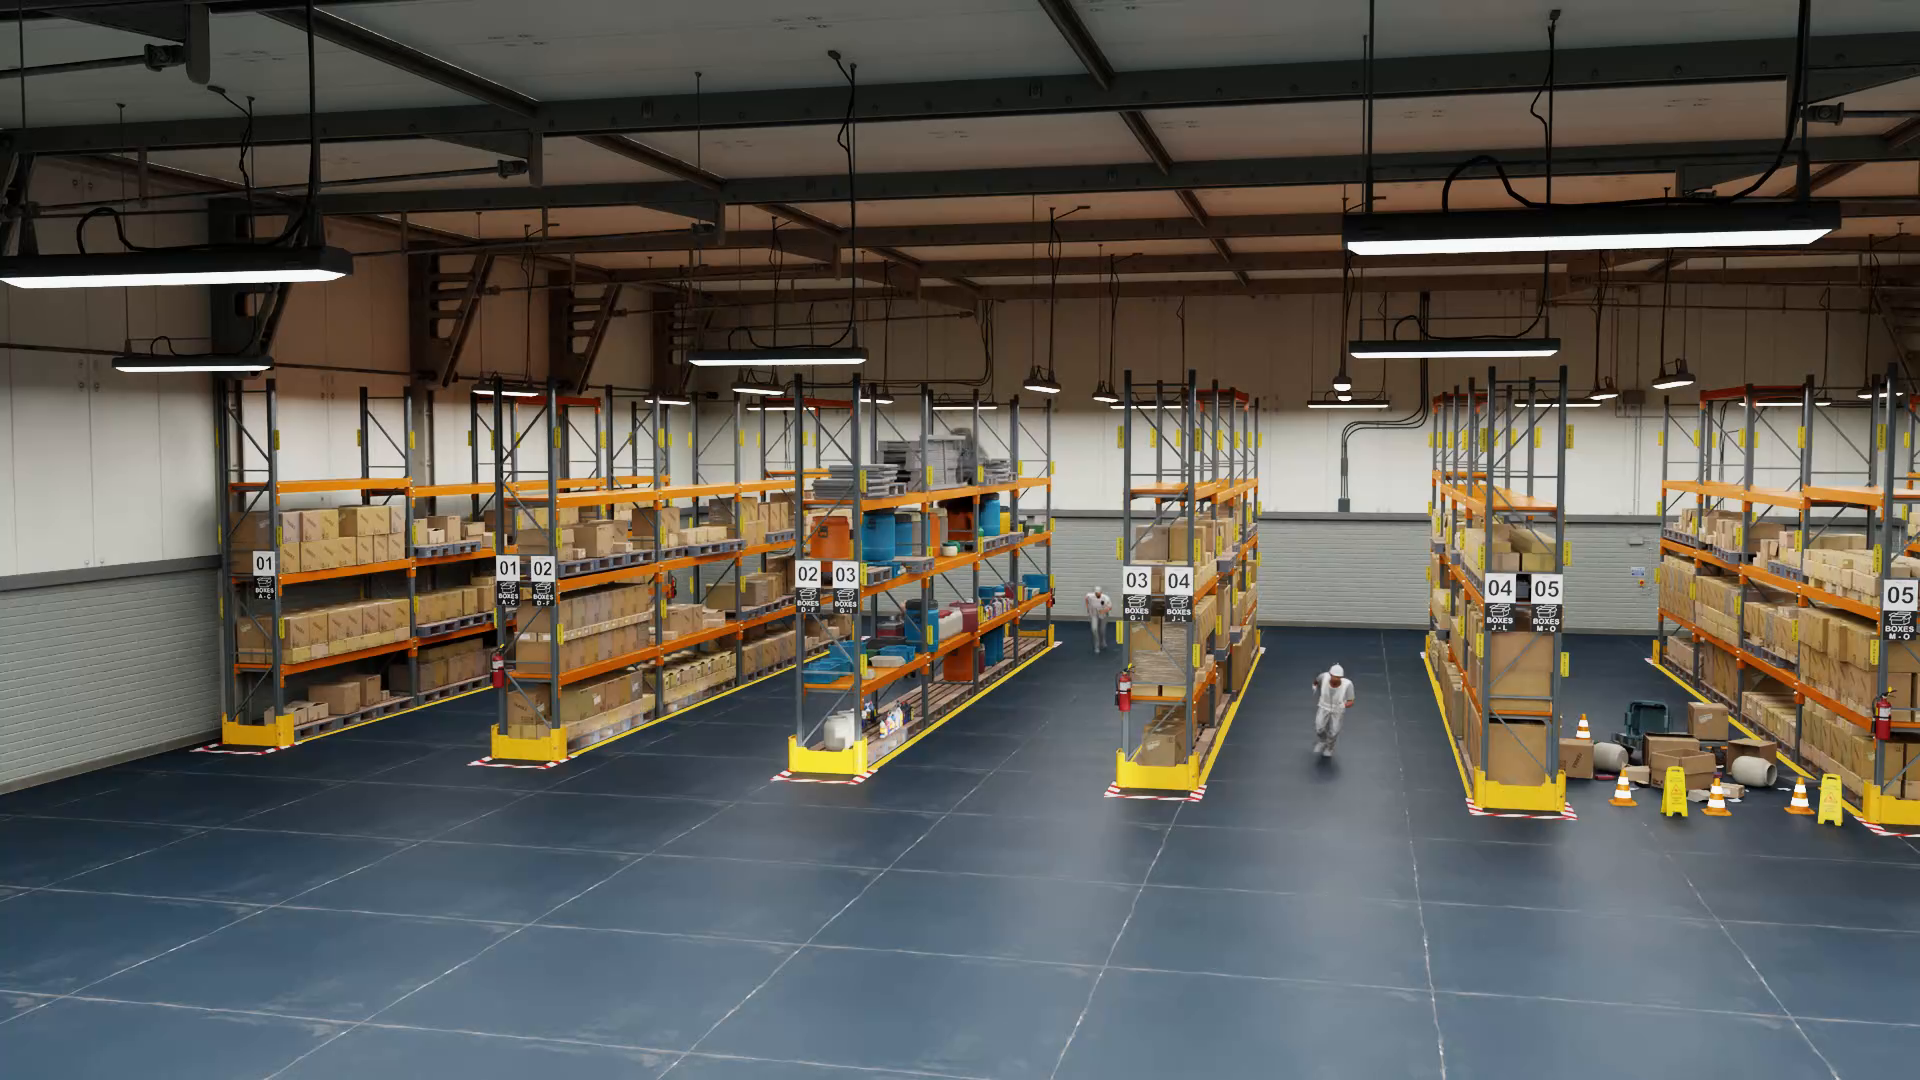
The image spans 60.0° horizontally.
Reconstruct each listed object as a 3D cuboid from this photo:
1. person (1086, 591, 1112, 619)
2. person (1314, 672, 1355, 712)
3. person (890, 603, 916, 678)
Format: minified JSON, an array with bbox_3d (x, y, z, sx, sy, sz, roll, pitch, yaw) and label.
[{"bbox_3d":[3.274,1.475,39.307,0.643,0.774,0.601,1,4,12],"label":"person"},{"bbox_3d":[5.811,2.306,25.896,0.670,0.742,1.021,1,4,14],"label":"person"},{"bbox_3d":[-1.156,2.109,34.655,0.652,1.620,0.885,0,3,6],"label":"person"}]
